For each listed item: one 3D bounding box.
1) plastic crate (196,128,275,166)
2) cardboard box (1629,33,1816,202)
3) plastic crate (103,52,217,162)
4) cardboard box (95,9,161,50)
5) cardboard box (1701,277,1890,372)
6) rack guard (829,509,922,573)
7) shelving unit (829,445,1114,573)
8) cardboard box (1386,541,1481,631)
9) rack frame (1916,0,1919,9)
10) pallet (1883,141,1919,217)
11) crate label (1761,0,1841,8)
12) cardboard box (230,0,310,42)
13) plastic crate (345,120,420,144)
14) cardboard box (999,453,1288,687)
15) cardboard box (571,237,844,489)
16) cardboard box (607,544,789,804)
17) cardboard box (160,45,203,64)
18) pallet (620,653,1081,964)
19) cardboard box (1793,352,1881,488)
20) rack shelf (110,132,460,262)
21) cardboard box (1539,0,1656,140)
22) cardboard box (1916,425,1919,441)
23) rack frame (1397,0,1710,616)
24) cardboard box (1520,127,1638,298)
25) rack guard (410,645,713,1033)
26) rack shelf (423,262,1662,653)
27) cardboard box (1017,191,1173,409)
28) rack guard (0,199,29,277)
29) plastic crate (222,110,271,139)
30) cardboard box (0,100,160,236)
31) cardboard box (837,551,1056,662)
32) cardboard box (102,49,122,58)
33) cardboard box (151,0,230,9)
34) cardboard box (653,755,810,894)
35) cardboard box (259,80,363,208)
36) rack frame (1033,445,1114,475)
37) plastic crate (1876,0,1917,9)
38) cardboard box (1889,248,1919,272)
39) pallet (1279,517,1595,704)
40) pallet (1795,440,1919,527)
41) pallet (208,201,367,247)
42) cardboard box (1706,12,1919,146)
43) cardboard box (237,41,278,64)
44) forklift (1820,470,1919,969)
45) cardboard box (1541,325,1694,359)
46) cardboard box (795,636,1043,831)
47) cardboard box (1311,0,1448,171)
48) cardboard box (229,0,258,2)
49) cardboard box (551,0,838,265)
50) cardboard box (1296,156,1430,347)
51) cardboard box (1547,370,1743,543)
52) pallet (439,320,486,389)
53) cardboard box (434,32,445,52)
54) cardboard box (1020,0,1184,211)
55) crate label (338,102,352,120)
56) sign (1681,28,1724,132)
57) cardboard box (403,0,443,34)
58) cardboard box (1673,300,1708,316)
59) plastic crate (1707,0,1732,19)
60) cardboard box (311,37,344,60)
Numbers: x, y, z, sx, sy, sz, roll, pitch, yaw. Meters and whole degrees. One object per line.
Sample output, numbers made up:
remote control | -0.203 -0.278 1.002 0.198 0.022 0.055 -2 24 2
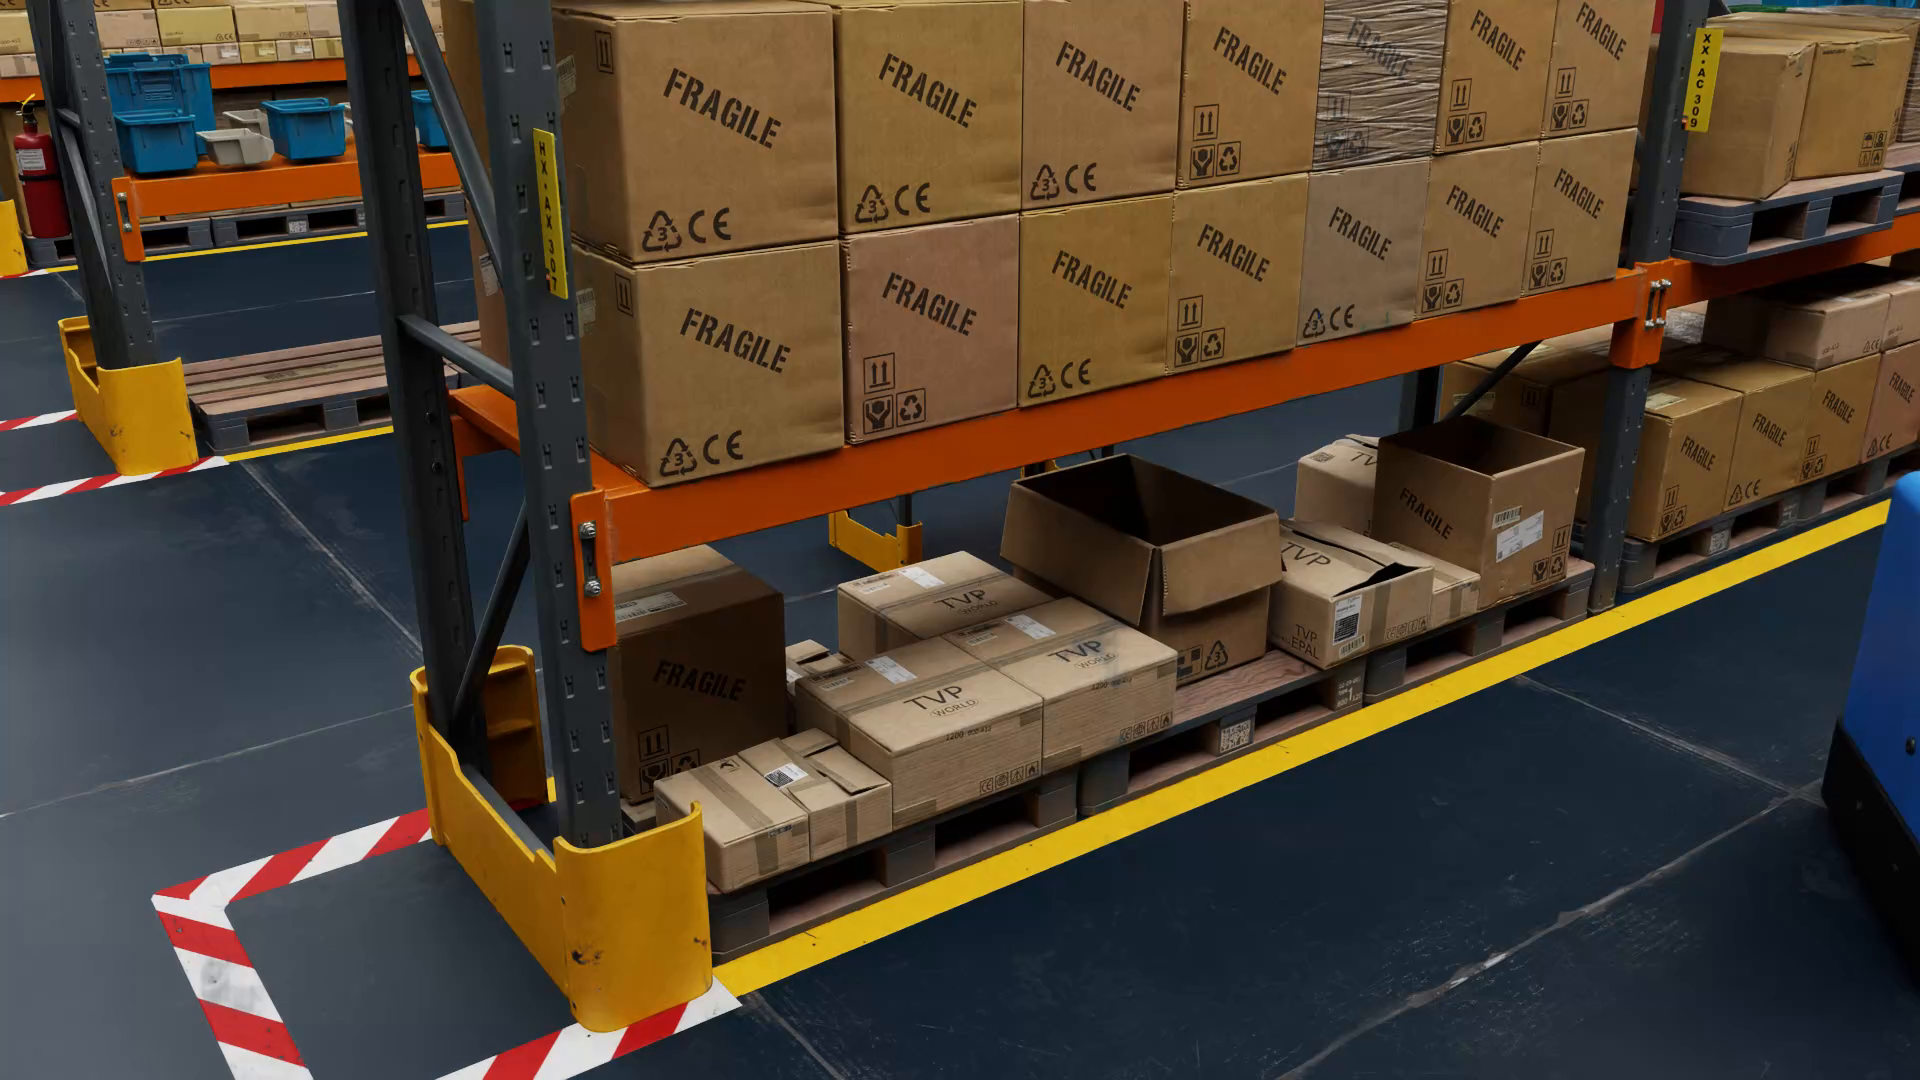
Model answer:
plastic crate | -3.319 -1.802 7.641 0.298 0.136 0.250 -15 26 -33
cardboard box | 2.631 -1.550 6.031 0.700 0.500 0.500 14 26 32
plastic crate | -3.858 -2.071 7.910 0.499 0.435 0.616 -15 26 -33
cardboard box | -5.948 -3.594 11.656 0.500 0.250 0.500 -15 26 -33
cardboard box | 3.463 -0.912 6.903 0.500 0.250 0.500 -15 26 -33
rack guard | -0.342 -0.025 6.621 0.087 0.250 0.587 -15 26 -33
shelving unit | 0.062 -0.713 6.660 1.083 1.500 0.587 -15 26 -33
cardboard box | 1.550 0.155 5.714 0.250 0.149 0.380 -15 26 -33
rack frame | 8.967 -5.361 16.284 0.127 3.000 1.000 -15 26 -33
pallet | 3.787 -1.627 7.186 1.213 0.211 1.003 -15 26 -33
crate label | 7.631 -4.898 15.076 0.616 0.435 0.502 -15 26 -33
cardboard box | -5.117 -3.816 12.213 0.500 0.250 0.500 -16 27 -34
plastic crate | -2.769 -1.949 8.009 0.298 0.136 0.250 -15 26 -33
cardboard box | 0.594 0.091 5.397 0.637 0.503 0.797 -15 26 -33
cardboard box | -0.617 -0.470 3.892 0.500 0.500 0.500 -14 26 -32
cardboard box | -0.833 0.358 4.731 0.500 0.500 0.500 -15 26 -33
cardboard box | -5.599 -3.472 11.889 0.250 0.149 0.380 -16 27 -34
pallet | -0.423 0.699 4.860 1.213 0.211 1.003 -15 26 -33
cardboard box | 3.488 -0.572 7.062 0.500 0.500 0.500 -15 26 -32
rack shelf | -2.397 -1.997 8.824 4.000 0.370 1.077 -15 26 -33
cardboard box | 1.857 -1.596 5.365 0.500 0.500 0.500 -15 26 -33
cardboard box | 4.321 -0.797 7.625 0.500 0.500 0.500 -16 27 -35
rack frame | 2.116 -1.273 6.039 0.127 3.000 1.000 -15 26 -33
cardboard box | 1.860 -1.134 5.556 0.500 0.500 0.500 -14 26 -32
rack guard | -1.069 0.738 4.374 0.348 0.500 1.175 -15 26 -33
rack shelf | 0.493 -0.506 5.087 4.000 0.370 1.077 -15 26 -33
cardboard box | 0.208 -0.691 4.446 0.500 0.500 0.500 -15 26 -33
rack guard | -6.933 -2.222 11.790 0.348 0.500 1.175 -15 26 -33
plastic crate | -3.464 -2.034 8.222 0.243 0.136 0.396 -15 26 -33
cardboard box | -6.440 -2.759 12.063 0.875 0.875 0.875 -15 26 -33
cardboard box | -0.045 0.277 5.270 0.500 0.250 0.500 -15 26 -33
cardboard box | -6.017 -3.360 11.609 0.250 0.149 0.380 -16 27 -34
cardboard box | -5.543 -4.050 11.787 0.500 0.500 0.500 -16 27 -34
cardboard box | -0.590 0.726 4.284 0.250 0.149 0.380 -15 26 -33
cardboard box | -4.979 -3.149 13.040 0.875 0.875 0.875 -15 26 -33
rack frame | 0.482 -0.825 6.940 0.032 1.500 0.500 -15 26 -33
plastic crate | 8.736 -5.094 15.815 0.616 0.251 0.499 -15 26 -33
cardboard box | 4.698 -1.244 7.733 0.500 0.250 0.500 -14 26 -31
pallet | 1.558 0.171 6.184 1.213 0.211 1.003 -15 26 -33
pallet | 3.745 -0.431 7.691 1.213 0.211 1.003 -15 26 -33
pallet | -5.320 -2.552 13.007 1.213 0.211 1.003 -15 26 -33
cardboard box | 3.514 -1.915 6.947 0.700 0.500 0.500 17 27 36
cardboard box | -5.185 -3.582 12.165 0.250 0.149 0.380 -16 27 -34
forklift | 3.913 -0.290 3.669 3.031 2.935 1.130 4 22 10
cardboard box | 2.756 -0.614 7.166 0.500 0.500 0.500 -15 26 -33
cardboard box | -0.118 0.525 4.649 0.500 0.250 0.500 -15 26 -33
cardboard box | 1.033 -1.376 4.812 0.500 0.500 0.500 -15 26 -32
cardboard box | -5.429 -3.975 12.612 0.500 0.250 0.500 -15 26 -33
cardboard box | -0.617 -0.935 3.707 0.500 0.500 0.500 -14 26 -31
cardboard box | 1.027 -0.910 4.995 0.500 0.500 0.500 -14 26 -32
cardboard box | 2.651 -0.348 6.499 0.500 0.500 0.500 -16 27 -35
pallet | -2.339 -1.032 9.198 1.213 0.211 1.003 -15 26 -33
cardboard box | -4.140 -3.861 12.865 0.250 0.149 0.380 -15 26 -34
cardboard box | 0.212 -1.157 4.264 0.500 0.500 0.500 -15 26 -32
crate label | -3.009 -2.160 8.538 0.243 0.136 0.396 -15 26 -33
sign | 2.439 -1.513 5.473 0.005 0.325 0.100 -15 26 -33
cardboard box | -4.290 -4.035 12.762 0.500 0.250 0.500 -14 26 -31
cardboard box | 3.574 -0.833 7.715 0.500 0.500 0.500 -16 27 -35
plastic crate | 6.219 -4.542 14.314 0.504 0.338 0.767 -15 26 -33
cardboard box | -4.765 -3.694 12.446 0.250 0.149 0.380 -15 26 -34
